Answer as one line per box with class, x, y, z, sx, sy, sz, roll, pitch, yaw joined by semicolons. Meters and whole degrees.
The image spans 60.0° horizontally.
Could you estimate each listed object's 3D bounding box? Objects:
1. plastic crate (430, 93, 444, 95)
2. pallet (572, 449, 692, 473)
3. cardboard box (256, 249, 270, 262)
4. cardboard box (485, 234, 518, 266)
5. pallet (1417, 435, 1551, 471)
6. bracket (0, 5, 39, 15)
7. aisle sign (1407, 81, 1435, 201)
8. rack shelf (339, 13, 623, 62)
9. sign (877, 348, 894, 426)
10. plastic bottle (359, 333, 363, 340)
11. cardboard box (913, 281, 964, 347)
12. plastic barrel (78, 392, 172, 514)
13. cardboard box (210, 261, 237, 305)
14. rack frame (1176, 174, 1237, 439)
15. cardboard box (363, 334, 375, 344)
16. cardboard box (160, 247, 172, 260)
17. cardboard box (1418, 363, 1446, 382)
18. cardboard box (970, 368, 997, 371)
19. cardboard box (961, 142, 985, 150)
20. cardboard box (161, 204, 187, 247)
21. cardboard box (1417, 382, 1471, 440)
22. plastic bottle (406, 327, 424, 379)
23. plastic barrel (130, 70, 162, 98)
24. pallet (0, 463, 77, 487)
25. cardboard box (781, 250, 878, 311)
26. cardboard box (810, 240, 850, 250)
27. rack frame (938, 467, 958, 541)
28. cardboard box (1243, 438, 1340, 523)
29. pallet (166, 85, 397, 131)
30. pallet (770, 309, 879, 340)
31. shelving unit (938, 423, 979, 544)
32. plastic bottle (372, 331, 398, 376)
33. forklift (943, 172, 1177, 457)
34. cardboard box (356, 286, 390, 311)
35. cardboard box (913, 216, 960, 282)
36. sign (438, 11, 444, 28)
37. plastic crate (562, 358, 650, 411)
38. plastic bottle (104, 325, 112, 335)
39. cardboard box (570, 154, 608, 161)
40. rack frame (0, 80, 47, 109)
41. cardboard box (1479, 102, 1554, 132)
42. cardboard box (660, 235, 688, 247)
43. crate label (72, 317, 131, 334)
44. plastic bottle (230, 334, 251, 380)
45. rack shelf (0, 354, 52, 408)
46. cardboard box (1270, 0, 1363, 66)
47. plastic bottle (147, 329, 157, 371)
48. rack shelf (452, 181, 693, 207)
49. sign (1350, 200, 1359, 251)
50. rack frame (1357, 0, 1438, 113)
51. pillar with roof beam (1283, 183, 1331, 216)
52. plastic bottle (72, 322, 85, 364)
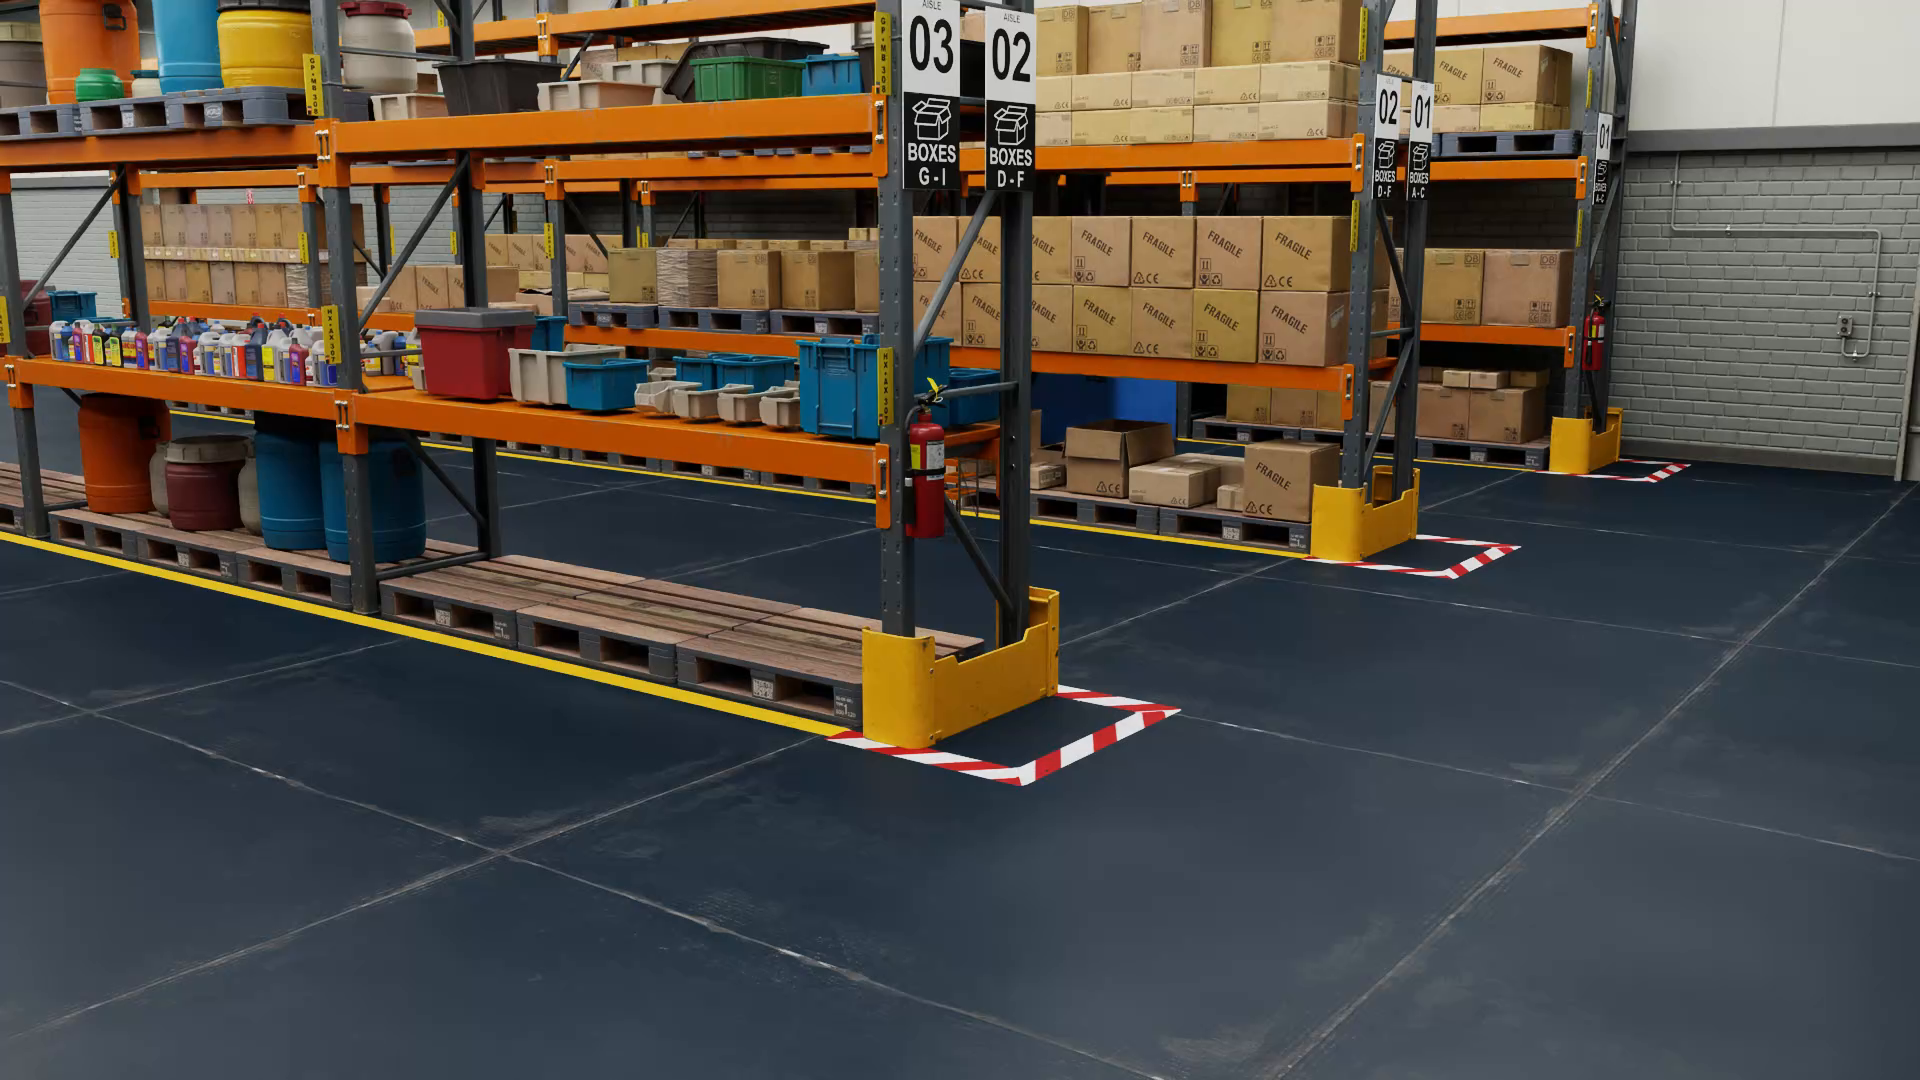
plastic crate;-2.708;-2.476;9.593;0.662;0.188;0.450;8;13;36
pallet;-2.938;-0.858;15.908;1.213;0.211;1.003;8;13;36
cardboard box;-7.710;-3.218;18.796;0.250;0.149;0.380;8;13;35
cardboard box;-6.437;-4.122;23.809;0.500;0.500;0.500;8;14;36
pallet;5.169;-0.885;16.048;1.213;0.211;1.003;8;13;36
bracket;-18.267;-10.374;32.485;4.783;0.066;0.076;8;13;36
aisle sign;3.160;-2.731;11.404;0.004;0.787;0.394;8;13;36
rack shelf;-5.129;-4.937;16.806;4.000;0.370;1.077;8;13;36
sign;-0.316;-0.653;7.080;0.005;0.325;0.100;8;13;36
plastic bottle;-3.987;-1.258;10.943;0.133;0.283;0.061;8;13;36
cardboard box;-0.043;-1.817;13.261;0.500;0.500;0.500;8;14;37
plastic barrel;-6.048;-0.647;12.085;0.708;0.830;0.600;8;13;36
cardboard box;-8.347;-3.037;19.568;0.500;0.500;0.700;8;14;37
rack frame;2.636;-2.626;17.705;0.127;3.000;1.000;8;13;36
cardboard box;-6.929;-2.091;19.099;0.500;0.500;0.500;8;13;36
cardboard box;-9.362;-3.449;19.989;0.250;0.149;0.380;8;14;36
cardboard box;4.640;-1.667;16.516;0.250;0.149;0.380;8;14;36
cardboard box;0.629;-2.024;19.148;0.750;0.750;0.750;8;13;35
cardboard box;0.353;-3.117;12.740;0.500;0.250;0.500;8;13;36
cardboard box;-9.127;-3.783;20.010;0.500;0.500;0.700;8;13;34
cardboard box;4.833;-1.275;16.196;0.500;0.500;0.700;8;13;35
plastic bottle;-3.352;-1.179;10.354;0.185;0.351;0.144;8;13;36
plastic barrel;-5.501;-3.072;11.371;0.301;0.262;0.301;0;11;0
pallet;-8.033;-0.420;13.645;1.213;0.211;1.003;8;13;36
cardboard box;-1.134;-2.277;14.535;0.700;0.500;0.500;-11;15;-44
cardboard box;-1.439;-3.451;20.547;0.500;0.500;0.700;6;13;30
rack frame;-0.085;-0.601;11.977;0.006;1.200;0.240;8;13;36
cardboard box;2.347;-0.429;11.775;0.500;0.500;0.500;8;13;36
pallet;-3.918;-2.562;9.976;1.003;0.211;1.213;8;13;36
pallet;-0.872;-1.879;14.352;1.213;0.211;1.003;8;13;36
shelving unit;-0.012;-0.591;11.924;0.189;1.200;0.258;8;13;36
plastic bottle;-3.670;-1.200;10.660;0.135;0.276;0.152;8;13;36
forklift;0.525;-2.165;15.506;3.031;2.935;1.130;9;14;39
cardboard box;-6.318;-2.644;18.194;0.500;0.250;0.500;9;14;39
cardboard box;-0.080;-2.311;13.182;0.500;0.500;0.500;8;14;37
sign;-7.357;-7.335;23.583;0.005;0.325;0.100;8;13;36
plastic crate;-1.811;-0.798;8.541;0.300;0.233;0.416;8;13;36
plastic bottle;-5.808;-1.337;11.385;0.097;0.271;0.097;0;11;0
cardboard box;-3.145;-3.795;15.586;0.500;0.500;0.910;8;13;36
rack frame;-6.452;-4.504;11.620;0.127;3.000;1.000;8;13;36
cardboard box;5.113;-3.872;15.276;0.500;0.250;0.500;8;14;37
cardboard box;-4.067;-3.914;22.733;0.500;0.500;0.500;8;13;34
crate label;-6.570;-1.581;12.747;0.416;0.233;0.303;8;13;36
plastic bottle;-4.438;-1.141;10.355;0.135;0.276;0.152;8;13;36
rack shelf;-8.064;-1.430;13.420;4.000;0.370;1.077;8;13;36
cardboard box;2.507;-3.485;11.354;0.500;0.500;0.700;8;13;36
plastic bottle;-5.286;-1.250;10.934;0.097;0.271;0.097;0;11;0
rack shelf;-5.424;-4.869;23.300;4.000;0.370;1.077;8;13;36
sign;2.586;-2.058;10.891;0.005;0.325;0.100;8;13;36
rack frame;2.931;-4.363;10.888;0.127;3.000;1.000;8;13;36
pillar with roof beam;1.164;-4.966;14.006;0.400;9.000;9.100;8;13;36
plastic bottle;-6.057;-1.359;11.466;0.133;0.283;0.061;8;13;36
